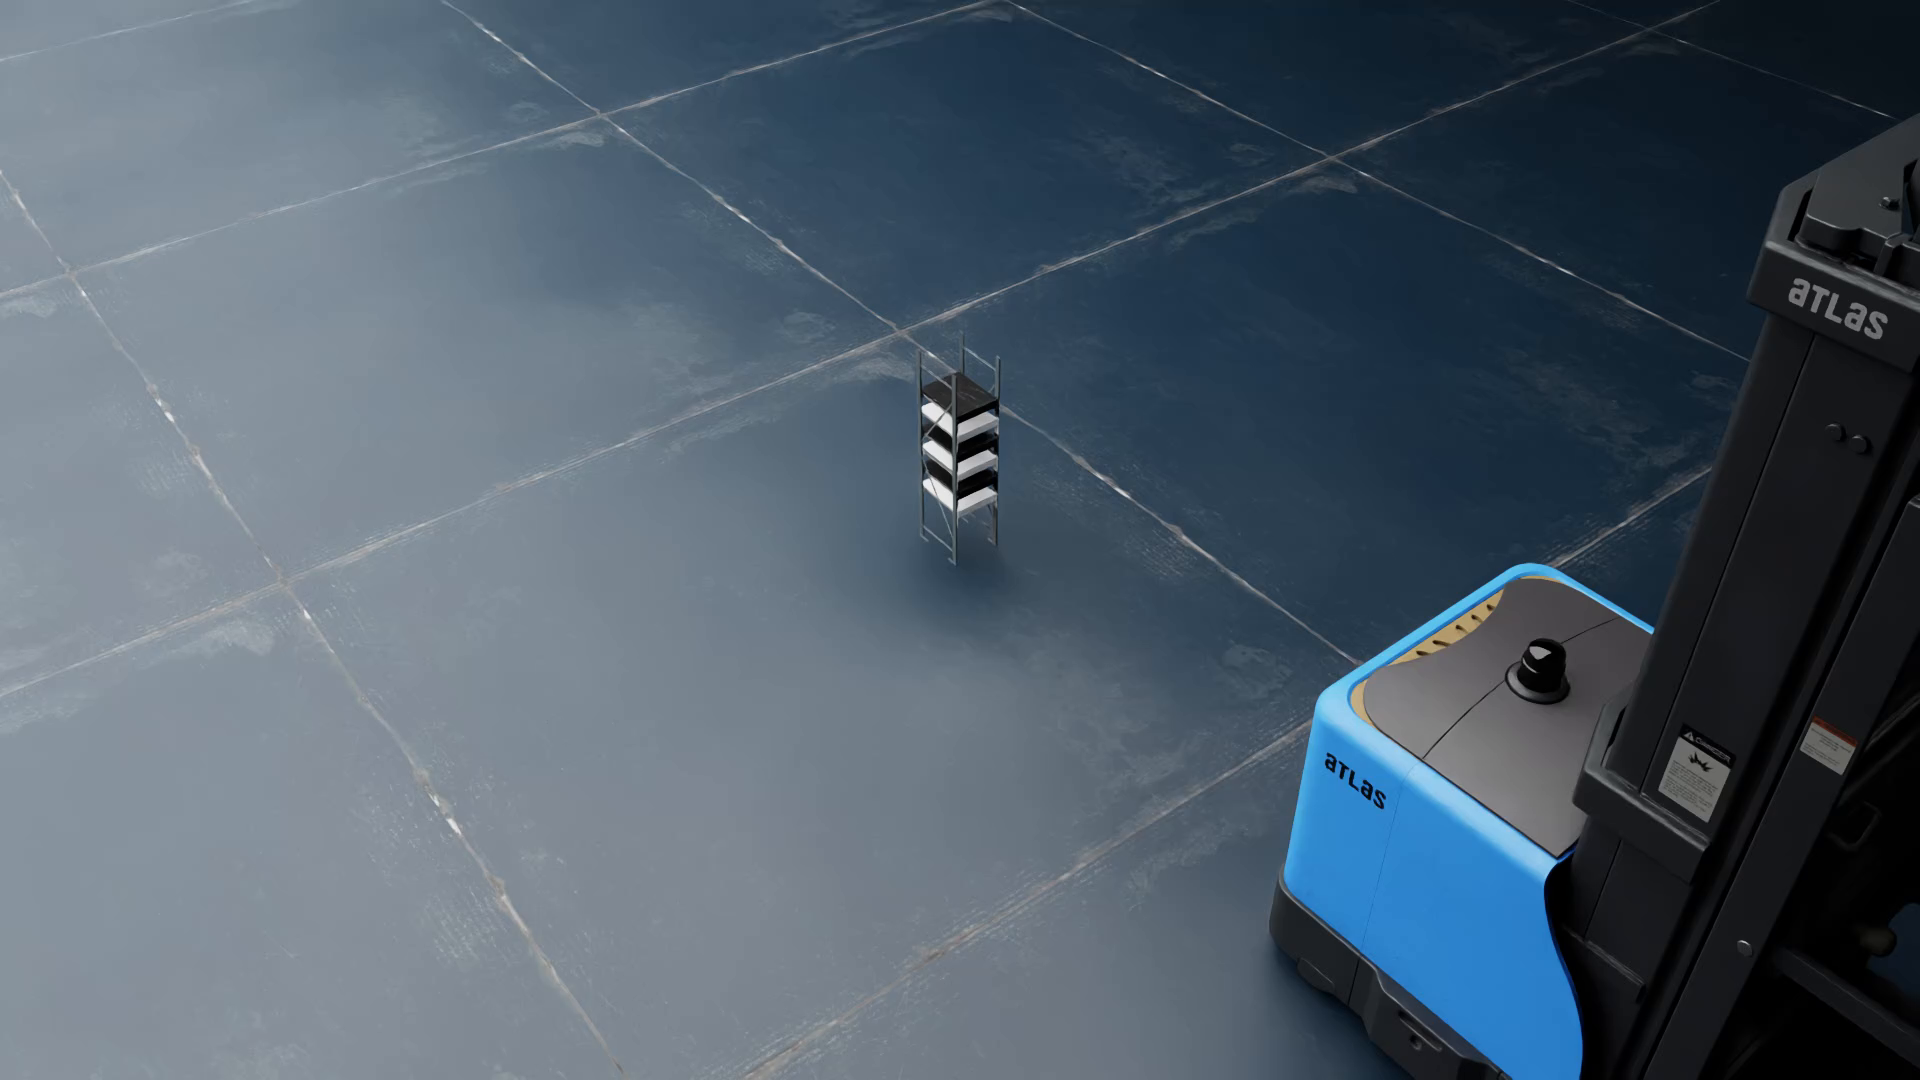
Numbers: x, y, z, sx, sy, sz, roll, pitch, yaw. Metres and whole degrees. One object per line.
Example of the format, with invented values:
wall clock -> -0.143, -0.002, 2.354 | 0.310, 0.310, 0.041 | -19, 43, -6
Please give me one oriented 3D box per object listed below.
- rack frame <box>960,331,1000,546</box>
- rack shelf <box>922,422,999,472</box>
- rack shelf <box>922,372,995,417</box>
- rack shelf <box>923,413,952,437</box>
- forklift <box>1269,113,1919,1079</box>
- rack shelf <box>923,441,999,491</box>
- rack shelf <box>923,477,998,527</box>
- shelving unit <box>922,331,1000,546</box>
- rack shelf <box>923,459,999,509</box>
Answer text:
rack frame -> 0.074, -0.384, 6.509 | 0.006, 0.900, 0.240 | -26, 46, -28
rack shelf -> -0.006, -0.389, 6.425 | 0.200, 0.077, 0.258 | -26, 46, -28
rack shelf -> -0.006, -0.544, 6.298 | 0.190, 0.026, 0.221 | -26, 46, -28
rack shelf -> -0.006, -0.470, 6.358 | 0.184, 0.015, 0.199 | -26, 46, -28
forklift -> 2.274, 0.686, 3.653 | 1.129, 2.867, 3.031 | -27, 46, -29
rack shelf -> -0.006, -0.319, 6.482 | 0.200, 0.077, 0.258 | -26, 46, -28
rack shelf -> -0.006, -0.180, 6.596 | 0.200, 0.077, 0.258 | -26, 46, -28
shelving unit -> -0.005, -0.346, 6.462 | 0.205, 0.900, 0.258 | -26, 46, -28
rack shelf -> -0.006, -0.249, 6.539 | 0.200, 0.077, 0.258 | -26, 46, -28
